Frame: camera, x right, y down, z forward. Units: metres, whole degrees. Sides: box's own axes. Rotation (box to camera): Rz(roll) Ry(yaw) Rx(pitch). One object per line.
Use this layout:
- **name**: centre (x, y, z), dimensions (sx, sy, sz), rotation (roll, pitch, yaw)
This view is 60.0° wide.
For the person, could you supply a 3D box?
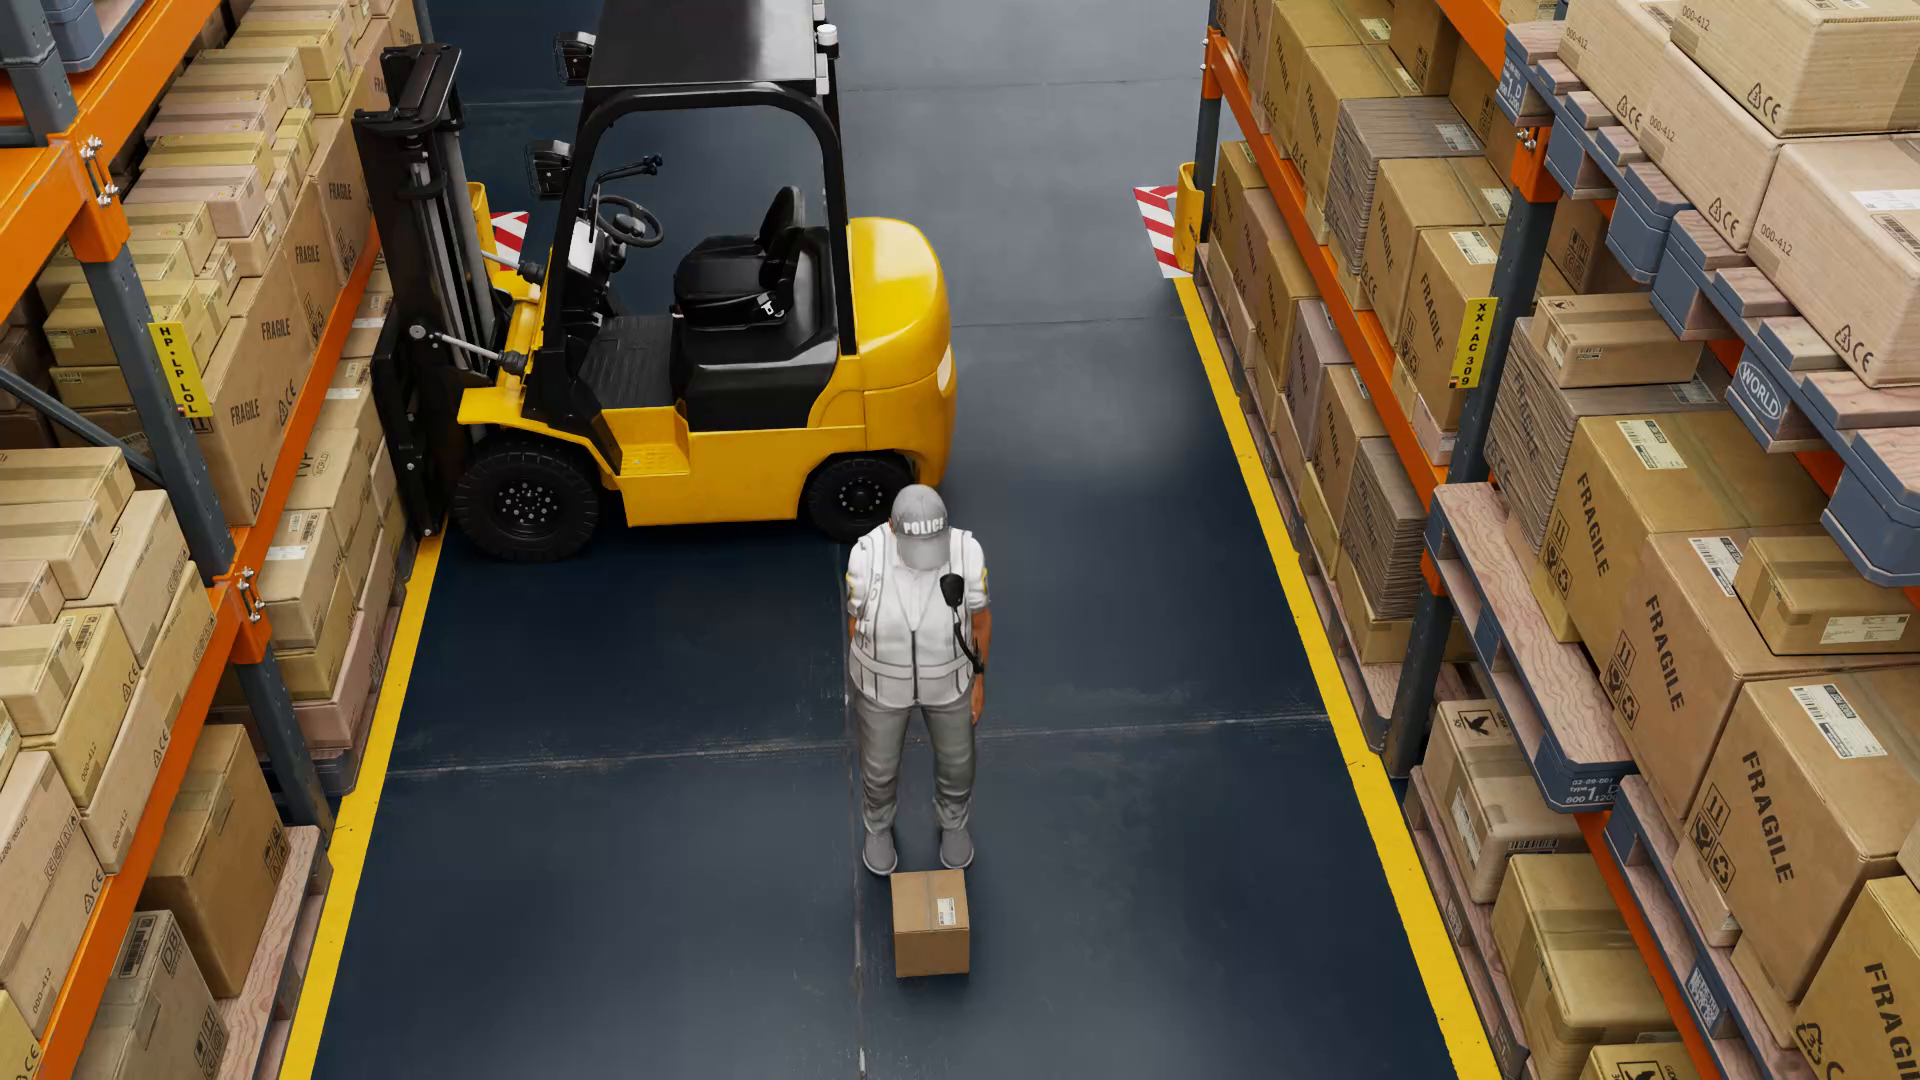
- **person**: centre (-0.131, 0.443, 5.571), dimensions (0.475, 1.577, 0.394), rotation (-2, 39, -3)
